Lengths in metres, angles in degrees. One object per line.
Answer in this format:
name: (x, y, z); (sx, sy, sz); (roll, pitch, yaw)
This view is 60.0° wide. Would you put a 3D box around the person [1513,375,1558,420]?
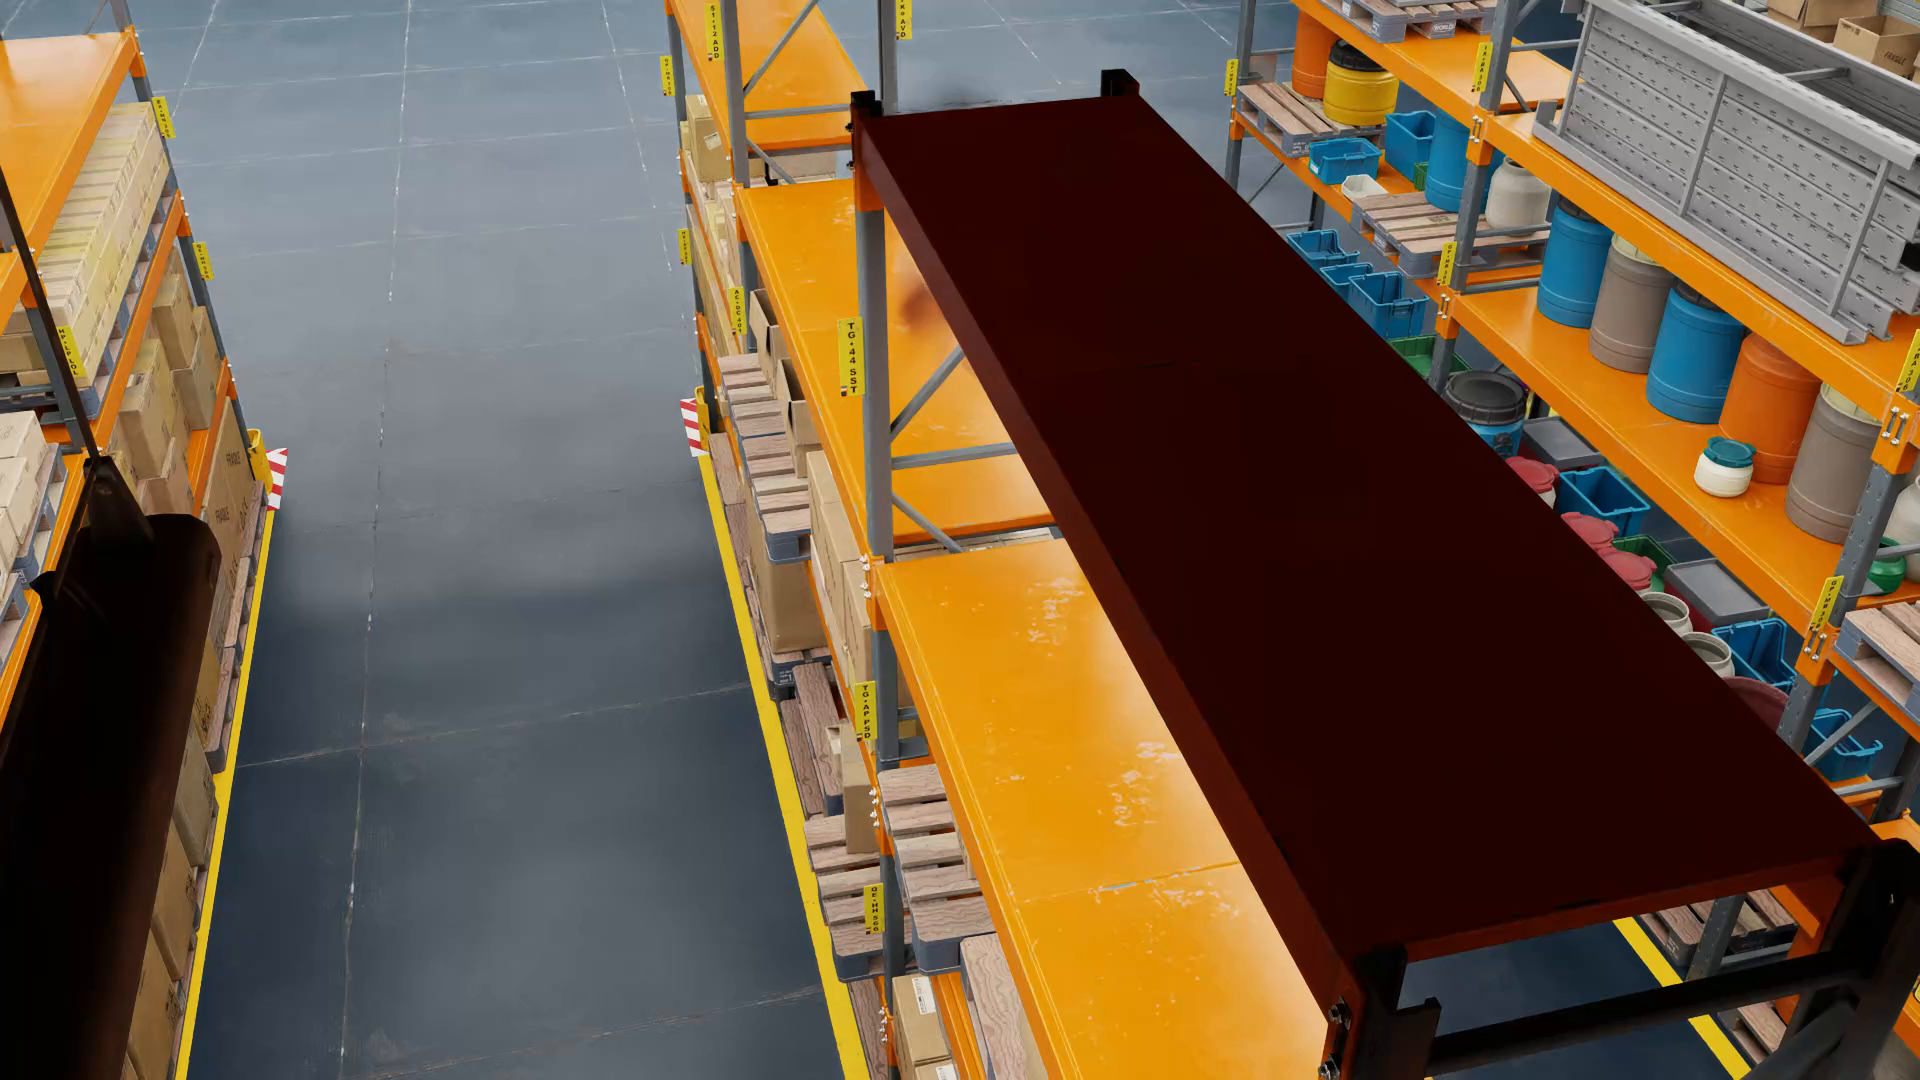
person: (4.881, -1.113, 14.202); (0.703, 1.718, 0.582); (-13, 36, -18)
